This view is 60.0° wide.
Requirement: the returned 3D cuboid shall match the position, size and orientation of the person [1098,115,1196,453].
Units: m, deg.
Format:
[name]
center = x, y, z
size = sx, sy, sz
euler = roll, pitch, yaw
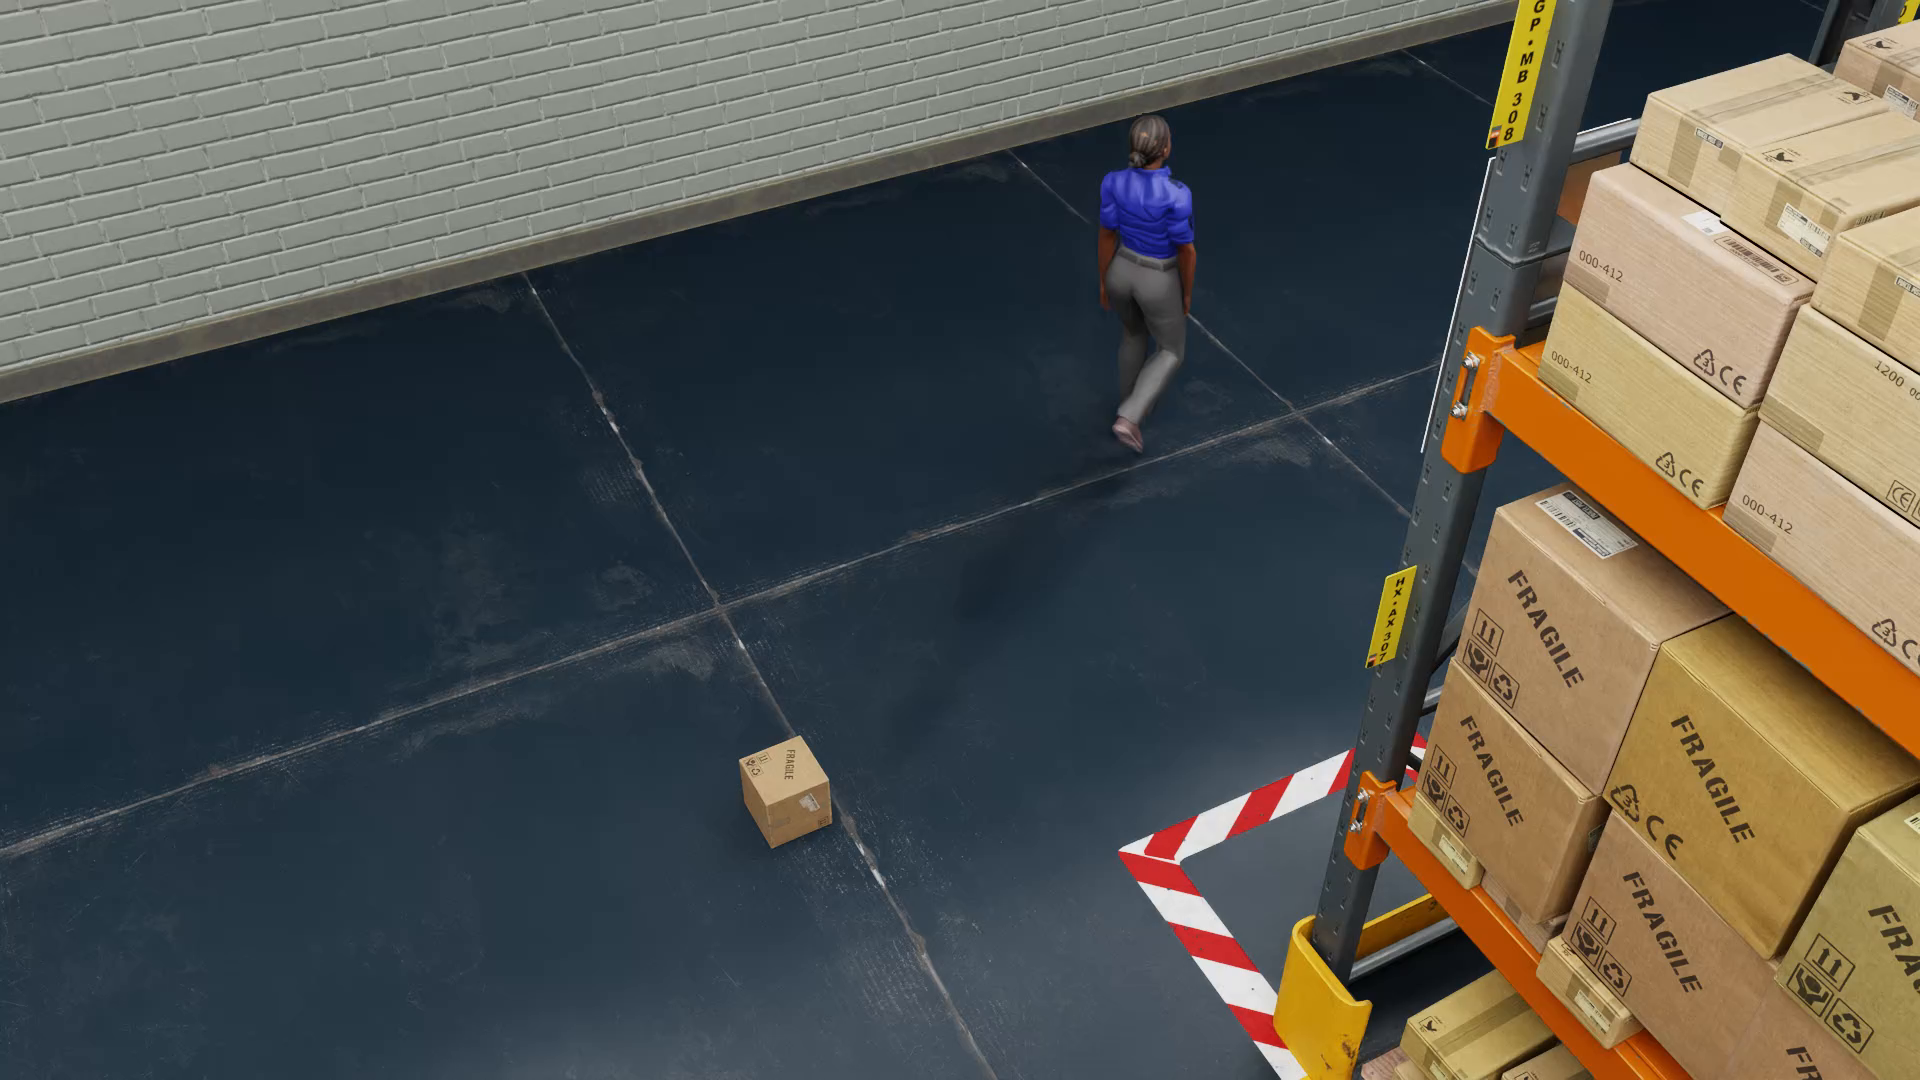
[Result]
[person]
center = 0.816, -1.135, 7.426
size = 0.445, 1.631, 0.708
euler = 23, 46, 24
